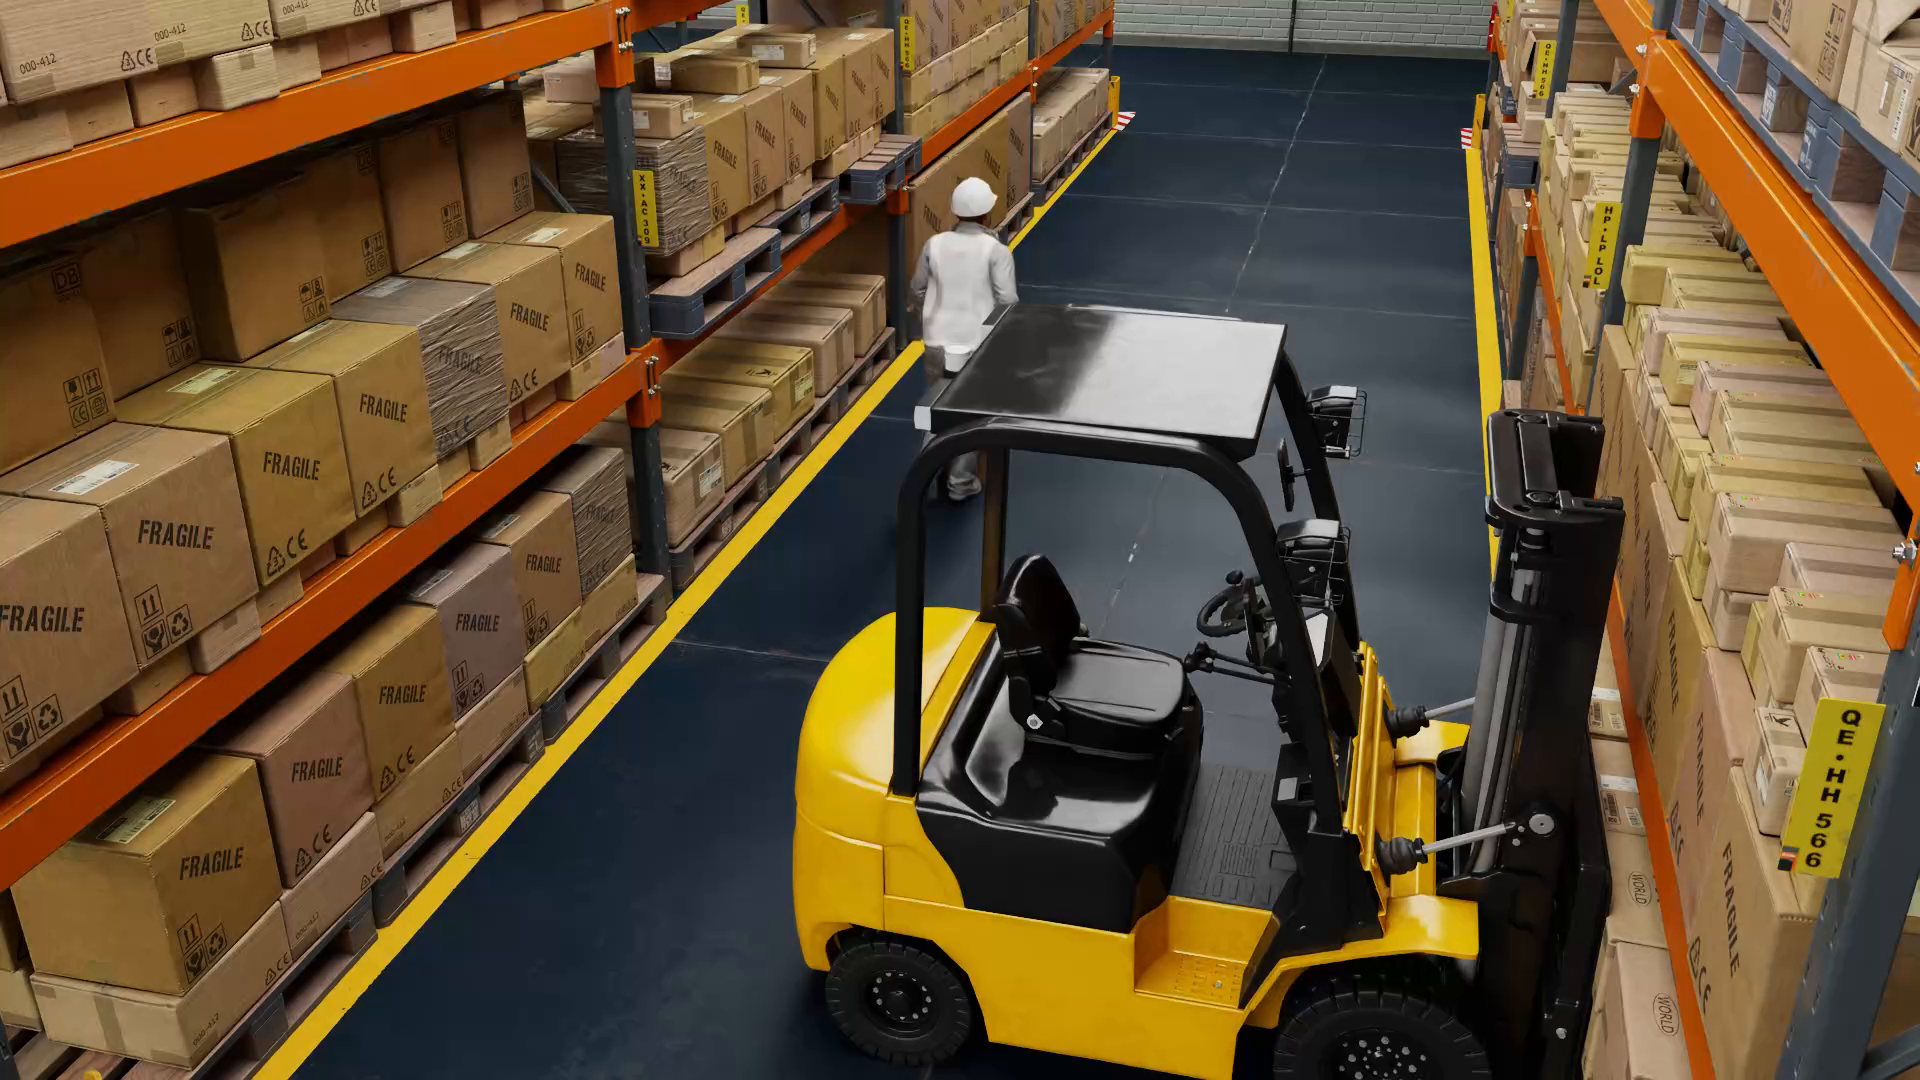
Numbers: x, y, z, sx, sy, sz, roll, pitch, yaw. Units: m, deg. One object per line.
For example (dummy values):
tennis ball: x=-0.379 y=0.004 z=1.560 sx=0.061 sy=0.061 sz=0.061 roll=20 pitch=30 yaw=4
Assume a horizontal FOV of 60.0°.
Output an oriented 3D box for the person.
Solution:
person: x=0.002 y=-1.001 z=8.755 sx=0.631 sy=1.726 sz=0.744 roll=7 pitch=26 yaw=15
